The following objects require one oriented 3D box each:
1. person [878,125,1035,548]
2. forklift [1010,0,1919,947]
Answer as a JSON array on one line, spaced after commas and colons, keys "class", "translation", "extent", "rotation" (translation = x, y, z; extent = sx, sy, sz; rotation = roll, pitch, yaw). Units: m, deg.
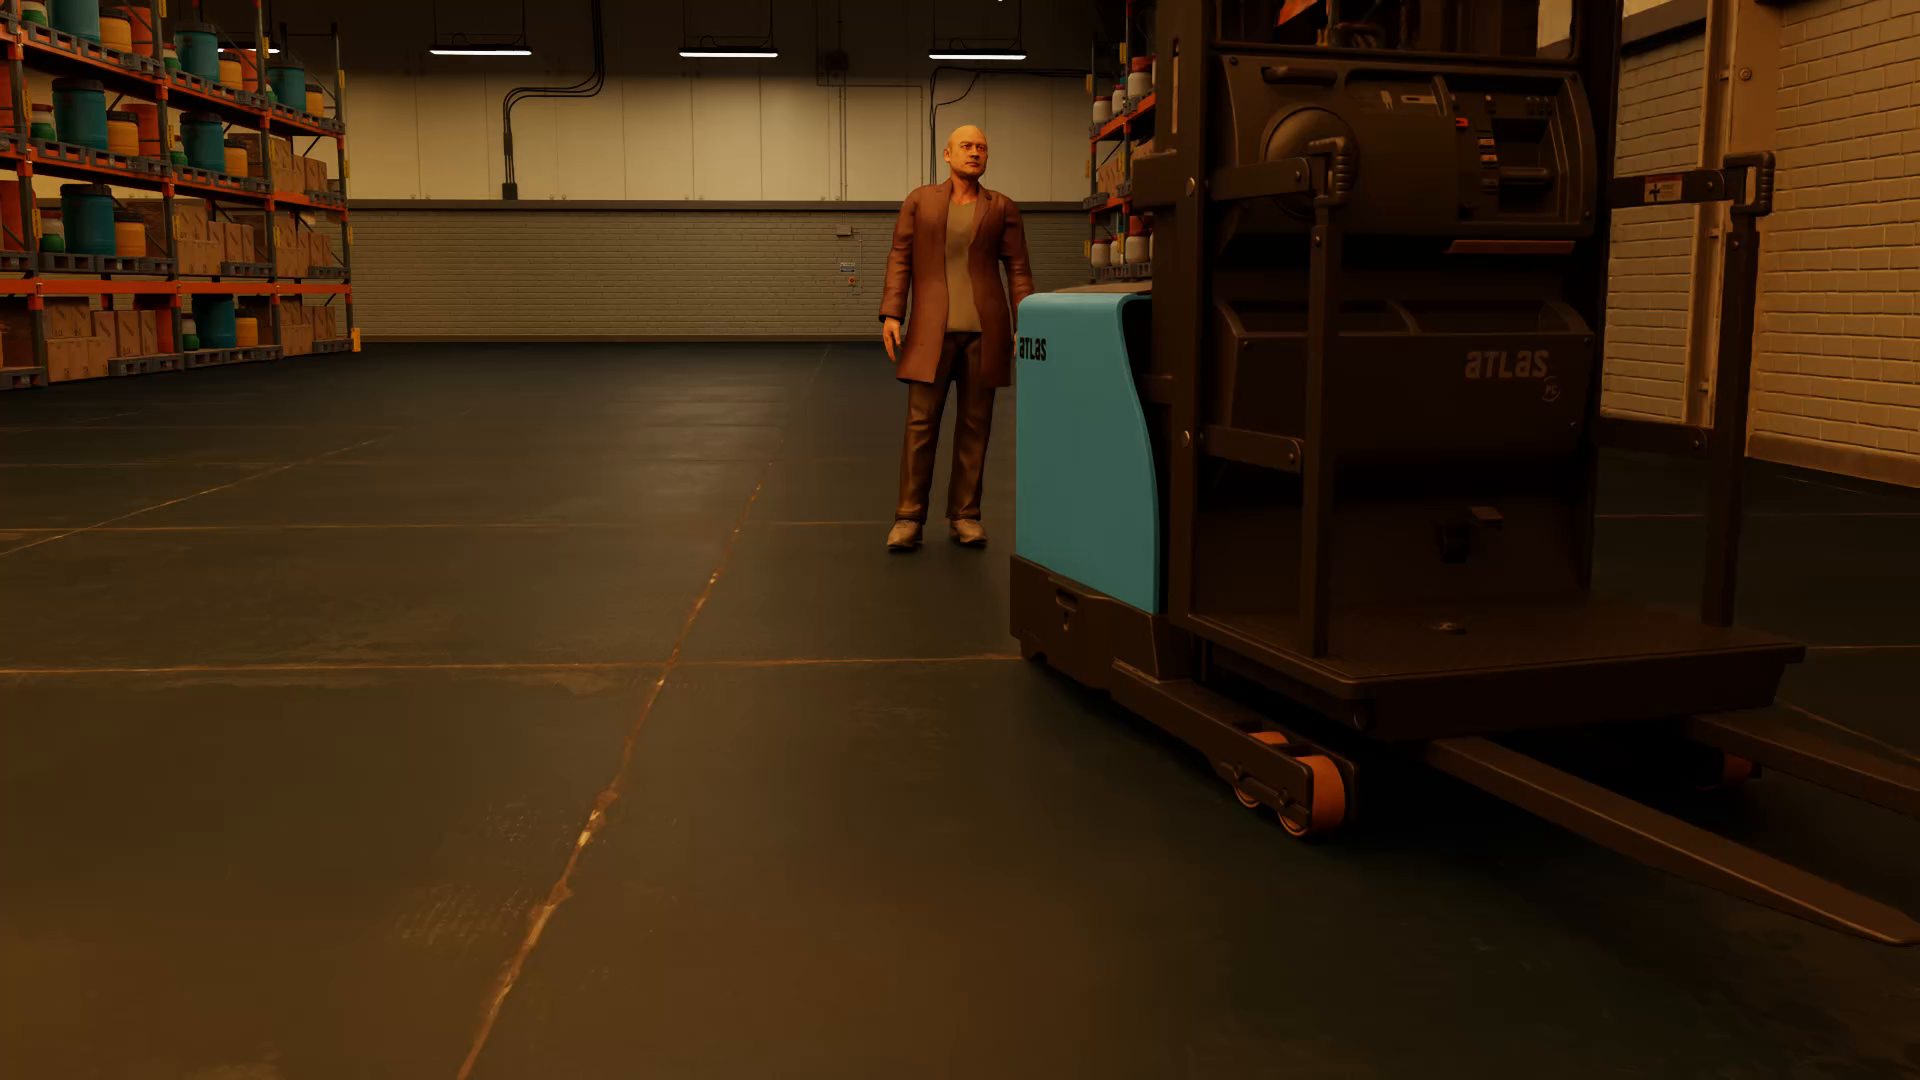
[{"class": "person", "translation": [0.001, -0.873, 7.089], "extent": [0.696, 1.775, 0.582], "rotation": [-1, 8, -4]}, {"class": "forklift", "translation": [1.088, -0.922, 3.542], "extent": [1.130, 2.935, 3.031], "rotation": [-3, 9, -18]}]
